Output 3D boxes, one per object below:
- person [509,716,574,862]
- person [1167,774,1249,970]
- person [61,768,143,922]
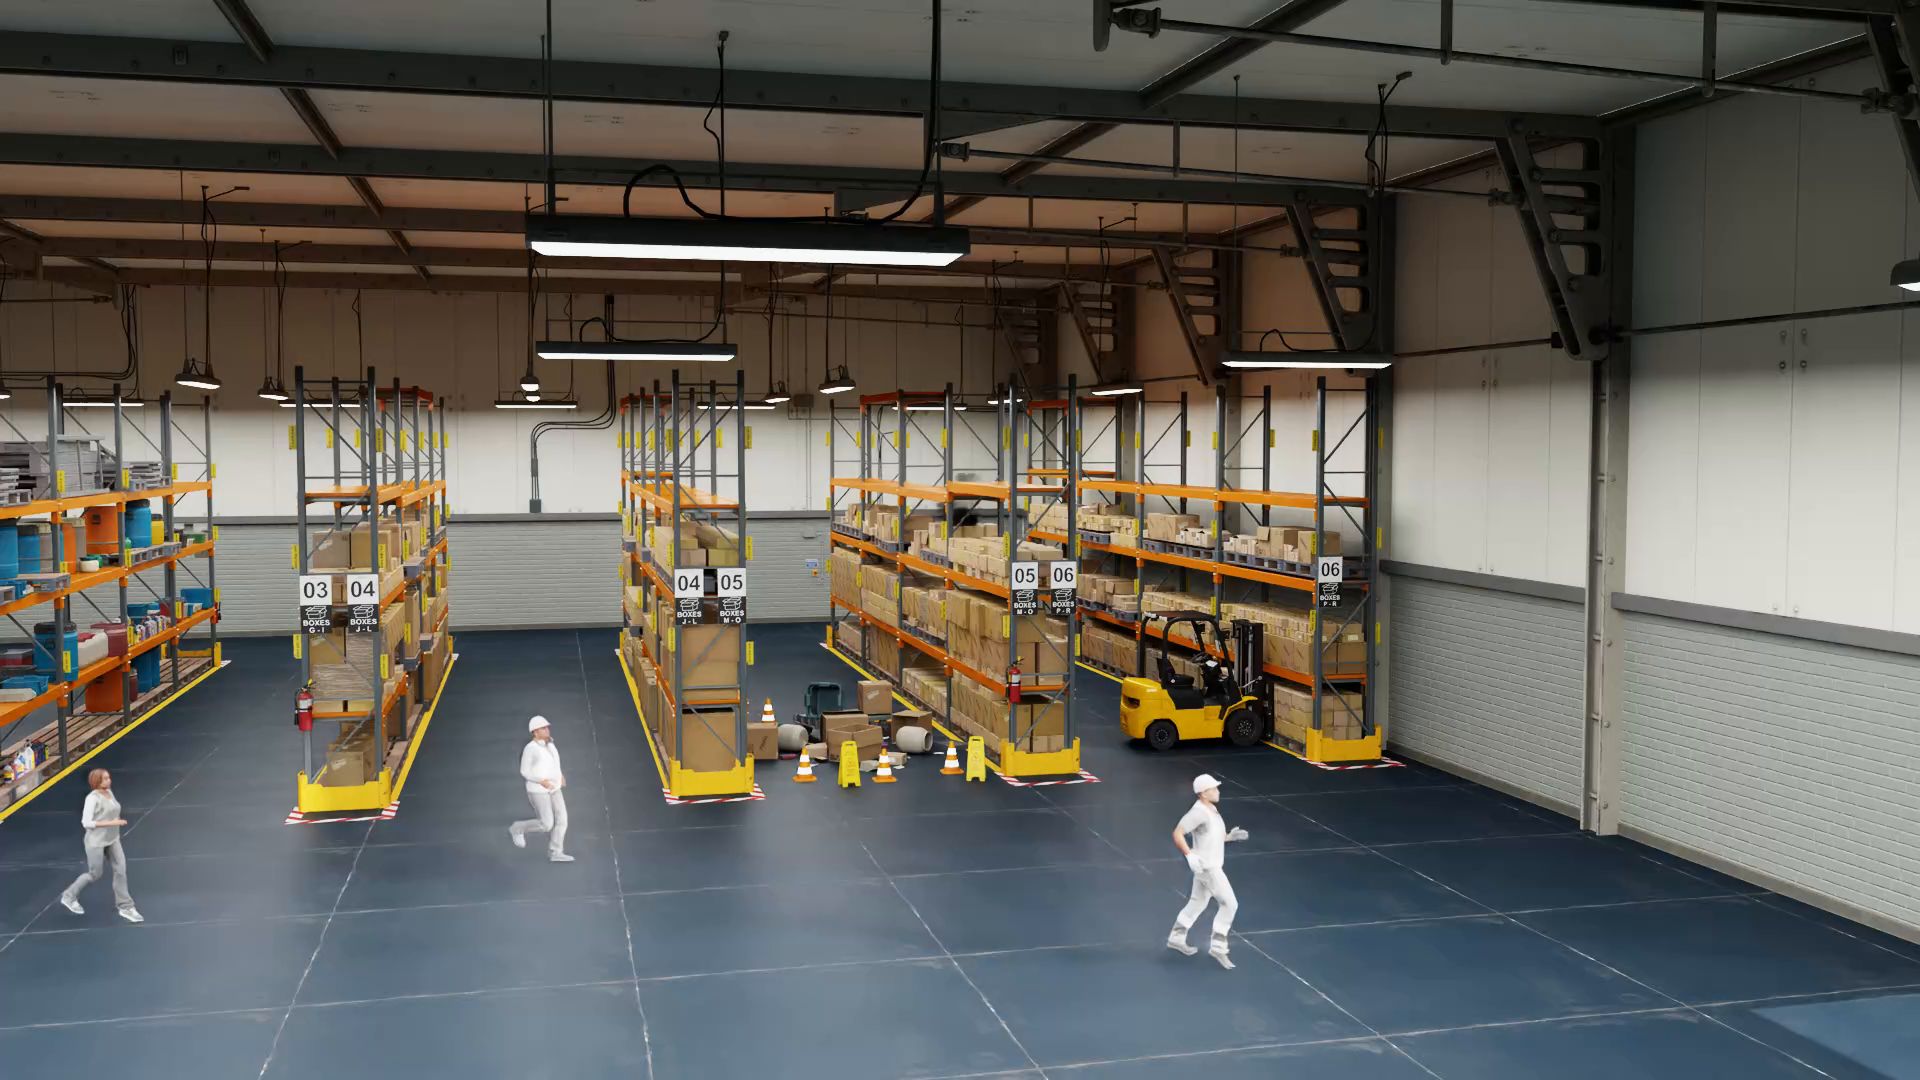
[{"bbox_3d":[-4.965,2.964,19.819,0.808,1.735,0.677,1,4,20],"label":"person"},{"bbox_3d":[2.360,3.159,15.875,0.774,1.846,0.643,1,4,13],"label":"person"},{"bbox_3d":[-8.911,3.210,17.243,0.843,1.519,0.534,1,3,9],"label":"person"}]
